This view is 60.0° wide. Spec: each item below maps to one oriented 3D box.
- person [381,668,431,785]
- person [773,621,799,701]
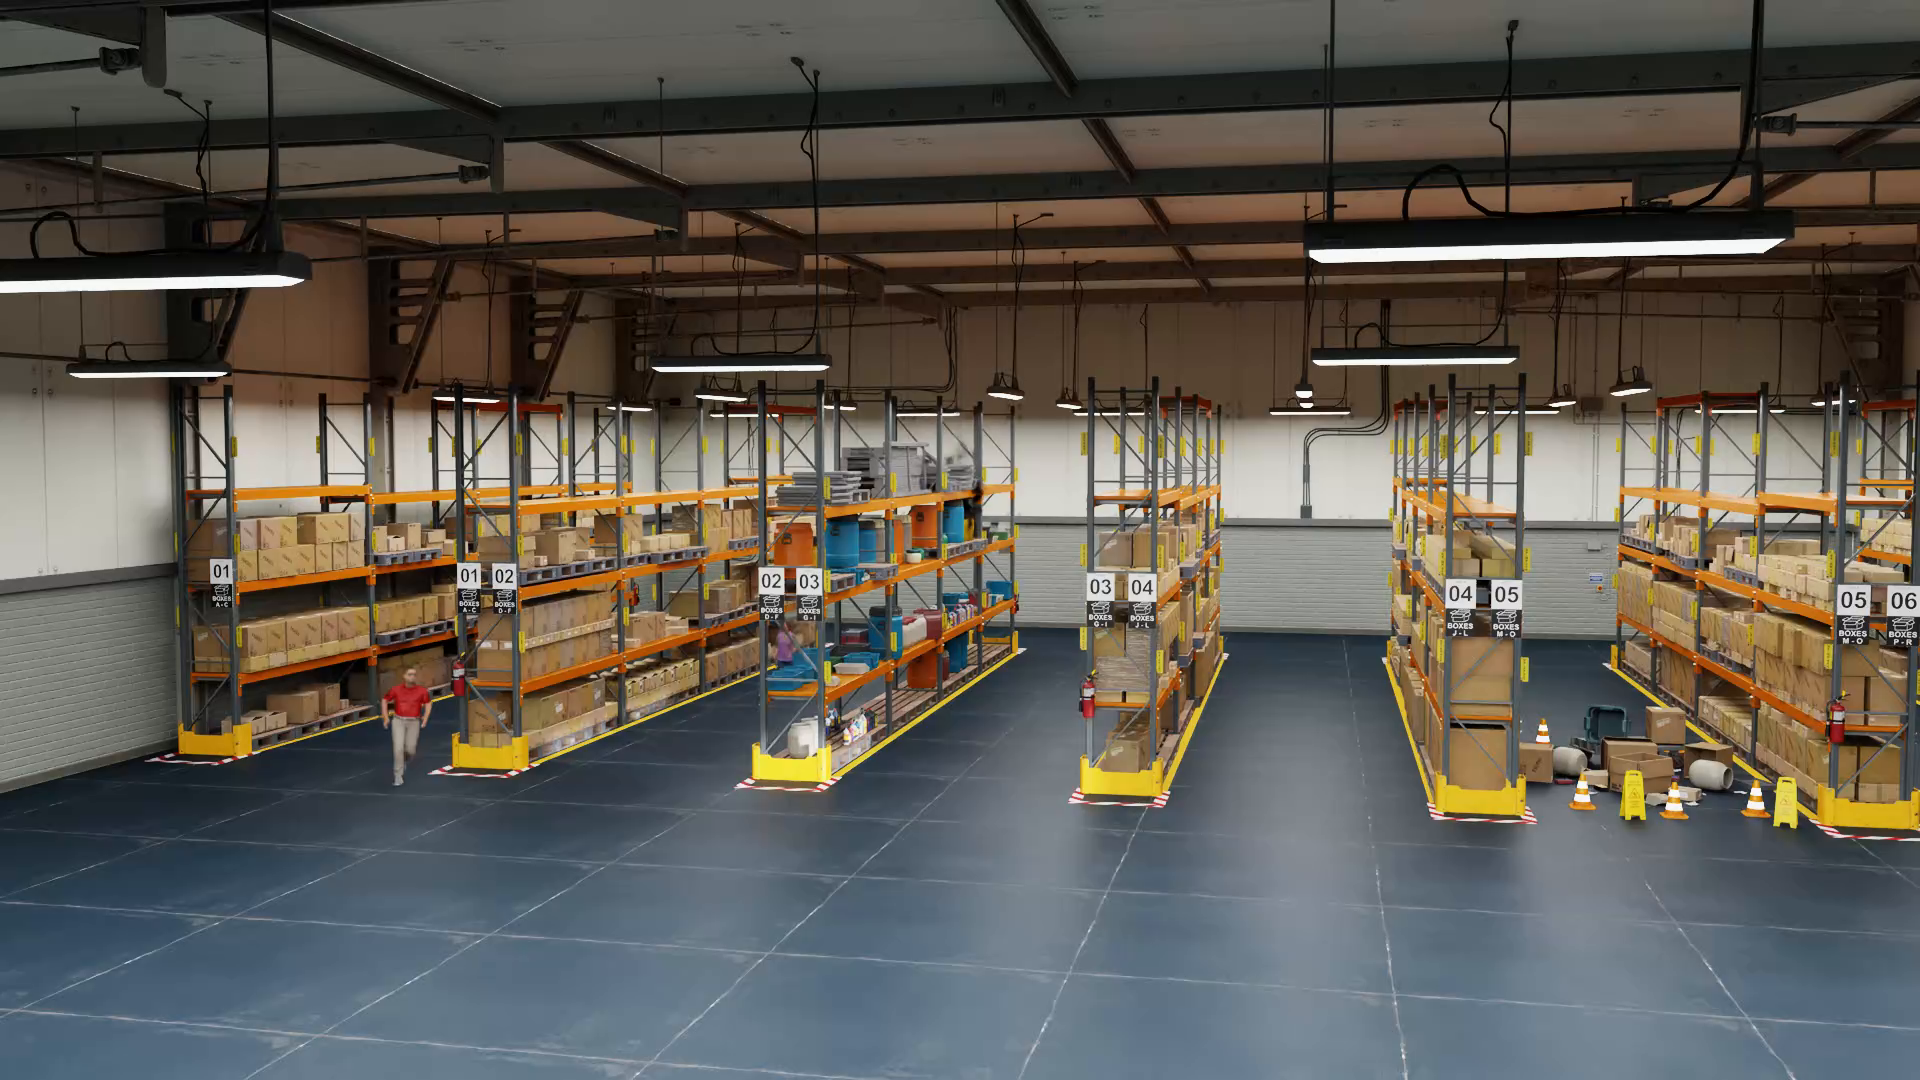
[{"bbox_3d":[-8.292,2.782,24.939,0.718,1.691,0.622,-1,3,-22],"label":"person"},{"bbox_3d":[-3.426,2.367,32.684,0.538,1.546,0.608,0,3,8],"label":"person"}]
